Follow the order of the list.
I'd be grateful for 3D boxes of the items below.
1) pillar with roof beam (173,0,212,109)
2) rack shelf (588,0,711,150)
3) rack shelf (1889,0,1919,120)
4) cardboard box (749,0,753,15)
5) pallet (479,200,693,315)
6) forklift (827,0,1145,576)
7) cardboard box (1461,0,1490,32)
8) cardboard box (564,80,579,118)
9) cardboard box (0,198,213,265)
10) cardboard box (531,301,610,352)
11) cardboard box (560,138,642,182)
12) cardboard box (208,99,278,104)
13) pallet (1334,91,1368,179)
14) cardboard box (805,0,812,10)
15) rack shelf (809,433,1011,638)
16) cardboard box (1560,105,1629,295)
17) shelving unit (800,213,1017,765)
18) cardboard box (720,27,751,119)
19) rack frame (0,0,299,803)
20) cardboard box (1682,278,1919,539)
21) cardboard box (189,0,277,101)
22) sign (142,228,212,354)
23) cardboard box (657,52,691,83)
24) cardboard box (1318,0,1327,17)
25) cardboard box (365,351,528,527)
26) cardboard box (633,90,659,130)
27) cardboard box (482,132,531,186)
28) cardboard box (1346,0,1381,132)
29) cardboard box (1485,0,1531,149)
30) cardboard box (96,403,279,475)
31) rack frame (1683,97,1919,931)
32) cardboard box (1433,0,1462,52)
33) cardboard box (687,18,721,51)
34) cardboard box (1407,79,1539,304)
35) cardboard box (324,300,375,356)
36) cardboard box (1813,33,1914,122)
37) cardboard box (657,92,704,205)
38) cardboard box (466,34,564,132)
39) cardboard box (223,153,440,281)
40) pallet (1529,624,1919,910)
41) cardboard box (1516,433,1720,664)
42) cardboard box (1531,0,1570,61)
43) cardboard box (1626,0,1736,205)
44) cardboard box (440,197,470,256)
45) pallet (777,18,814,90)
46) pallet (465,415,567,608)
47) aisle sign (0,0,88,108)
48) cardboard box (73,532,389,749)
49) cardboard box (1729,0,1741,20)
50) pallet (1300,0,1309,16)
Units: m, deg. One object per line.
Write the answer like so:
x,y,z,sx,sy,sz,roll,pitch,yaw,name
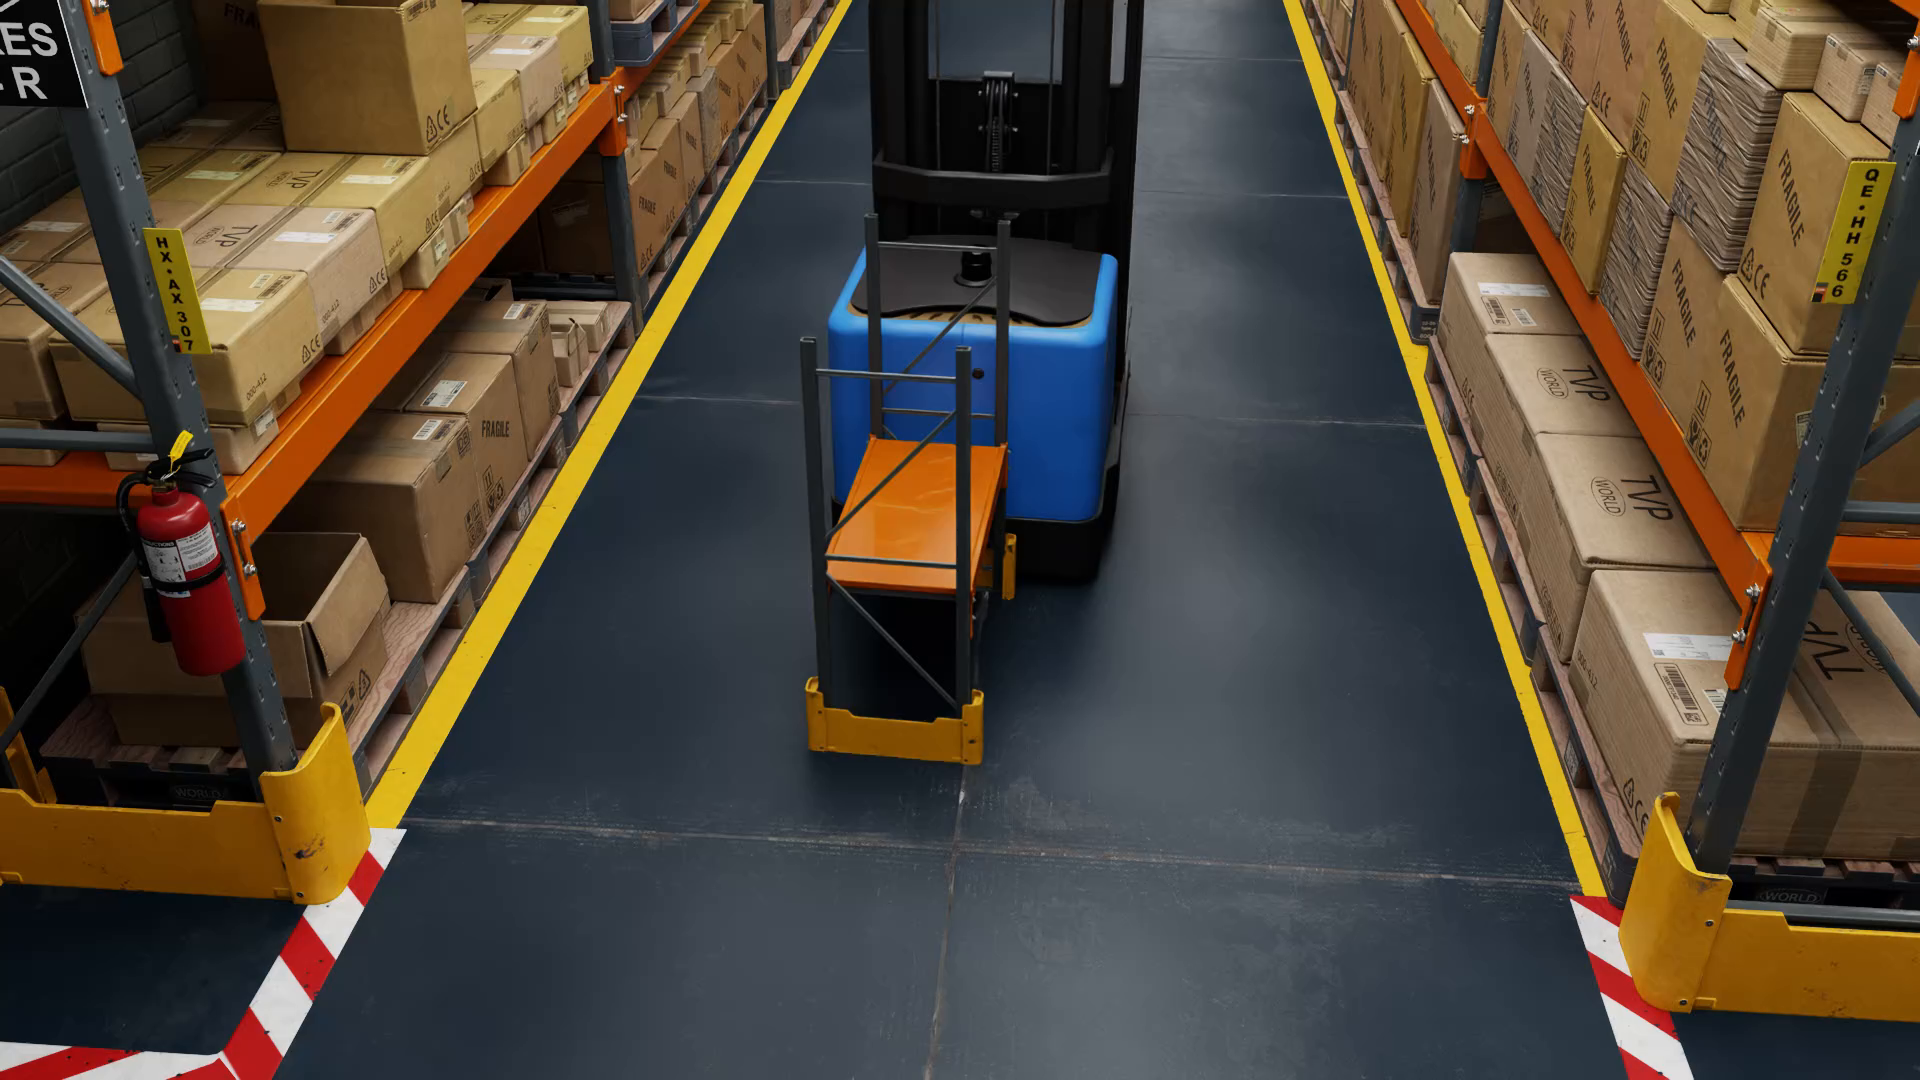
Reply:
1.216,-4.393,5.301,9.100,9.000,0.400,2,32,4,pillar with roof beam
-1.957,-3.088,9.587,1.077,0.370,4.000,2,32,4,rack shelf
2.665,-2.063,5.065,1.077,0.370,4.000,2,32,4,rack shelf
-1.582,-3.562,11.034,0.380,0.149,0.250,1,32,2,cardboard box
-2.091,-1.588,9.126,1.003,0.211,1.213,2,32,4,pallet
0.214,-1.864,6.981,1.130,2.935,3.031,4,32,7,forklift
2.622,-2.528,7.660,0.500,0.250,0.500,2,32,4,cardboard box
-1.893,-1.927,7.257,0.380,0.149,0.250,3,32,5,cardboard box
-2.629,-0.841,5.115,0.500,0.250,0.500,3,32,4,cardboard box
-1.872,-1.009,7.846,0.380,0.149,0.250,2,32,2,cardboard box
-1.825,-1.915,8.363,0.380,0.149,0.250,4,32,6,cardboard box
-2.507,-1.631,6.397,0.500,0.250,0.500,3,32,5,cardboard box
3.014,-2.634,10.822,1.003,0.211,1.213,2,32,4,pallet
-1.629,-4.627,13.263,0.875,0.625,0.625,1,32,2,cardboard box
-0.147,-0.040,5.728,0.538,0.185,1.000,4,32,7,rack shelf
2.395,-1.154,5.669,0.500,0.500,0.500,3,32,5,cardboard box
-0.148,-0.188,5.626,0.587,1.500,1.083,4,32,7,shelving unit
-1.665,-3.063,10.843,0.500,0.500,0.500,2,32,3,cardboard box
-2.445,-0.257,4.307,1.000,3.000,0.127,2,32,4,rack frame
2.278,-0.353,4.368,0.500,0.500,0.500,3,32,4,cardboard box
-2.506,-1.963,6.221,0.500,0.500,0.500,2,32,3,cardboard box
-1.904,-0.602,4.043,0.100,0.325,0.005,2,32,4,sign
-1.788,-2.743,9.706,0.380,0.149,0.250,3,32,4,cardboard box
3.329,-4.367,13.082,0.950,0.372,0.625,3,32,6,cardboard box
-2.050,-0.405,6.530,0.500,0.500,0.500,3,32,5,cardboard box
-1.861,-2.342,9.055,0.380,0.149,0.250,2,32,3,cardboard box
-1.931,-1.519,6.595,0.380,0.149,0.250,2,32,3,cardboard box
3.015,-3.146,10.621,0.875,0.875,0.875,2,32,4,cardboard box
2.529,-1.947,6.954,0.500,0.500,0.500,3,32,6,cardboard box
-2.145,-0.310,4.633,0.380,0.149,0.250,2,32,4,cardboard box
2.502,-0.047,3.966,1.000,3.000,0.127,2,32,4,rack frame
2.656,-2.586,8.230,0.500,0.250,0.500,2,32,3,cardboard box
-1.705,-3.146,10.359,0.380,0.149,0.250,3,32,5,cardboard box
2.799,-1.740,8.339,0.875,0.875,0.875,3,32,6,cardboard box
-2.102,-0.713,5.288,0.380,0.149,0.250,3,32,6,cardboard box
2.329,-1.121,4.043,0.380,0.149,0.250,3,32,5,cardboard box
-1.777,-2.246,9.517,0.500,0.500,0.500,2,32,3,cardboard box
-1.944,-1.872,6.787,0.500,0.250,0.500,3,32,4,cardboard box
-2.061,-1.074,5.493,0.500,0.250,0.500,2,32,3,cardboard box
2.490,0.719,5.382,1.003,0.211,1.213,2,32,4,pallet
2.523,0.037,5.873,0.875,0.438,0.875,3,32,5,cardboard box
2.501,-2.104,6.257,0.500,0.500,0.500,2,32,3,cardboard box
2.361,-1.310,4.968,0.500,0.500,0.500,2,32,4,cardboard box
-1.989,-1.120,5.948,0.380,0.149,0.250,3,32,5,cardboard box
-1.688,-3.682,12.523,1.003,0.211,1.213,2,32,4,pallet
-2.273,-0.162,6.812,1.003,0.211,1.213,2,32,4,pallet
-2.158,-1.315,3.547,0.394,0.787,0.004,2,32,4,aisle sign
-2.301,0.312,5.365,0.797,0.503,0.637,1,32,2,cardboard box
2.419,-1.523,4.696,0.380,0.149,0.250,2,32,4,cardboard box
3.418,-4.727,14.219,1.003,0.211,1.213,2,32,4,pallet
